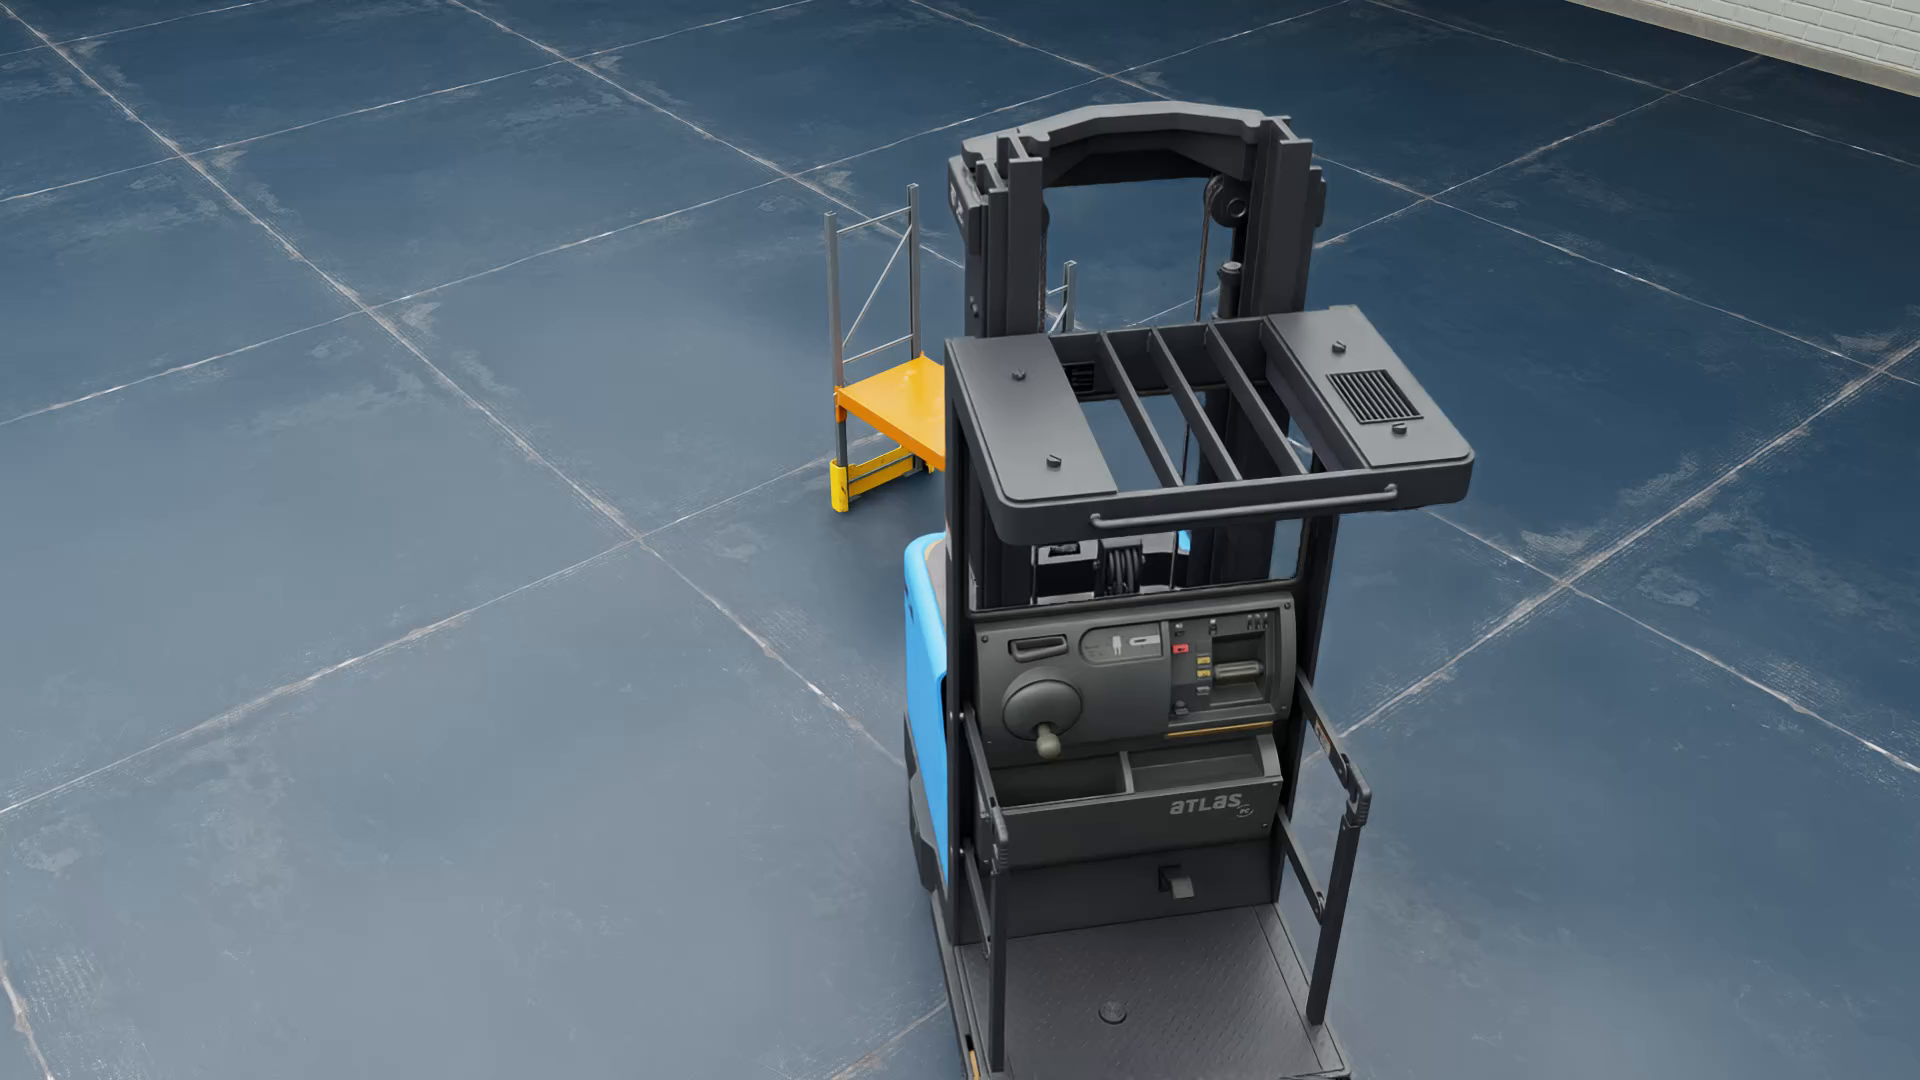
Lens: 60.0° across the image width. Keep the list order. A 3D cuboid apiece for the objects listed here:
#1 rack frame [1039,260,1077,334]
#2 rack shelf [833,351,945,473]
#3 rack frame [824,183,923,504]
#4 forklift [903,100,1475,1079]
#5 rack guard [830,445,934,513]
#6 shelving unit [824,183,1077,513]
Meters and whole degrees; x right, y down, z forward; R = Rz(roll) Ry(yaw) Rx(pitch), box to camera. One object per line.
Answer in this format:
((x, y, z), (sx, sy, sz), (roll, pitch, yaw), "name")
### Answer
((0.273, -0.425, 7.053), (0.500, 1.500, 0.032), (-26, 43, -32), "rack frame")
((-0.055, -0.503, 7.474), (0.538, 0.185, 1.000), (-26, 43, -32), "rack shelf")
((-0.383, -0.874, 7.687), (0.500, 1.500, 0.032), (-26, 43, -32), "rack frame")
((0.547, 0.453, 4.574), (1.130, 2.935, 3.031), (-6, 36, -8), "forklift")
((-0.371, -0.356, 8.036), (0.587, 0.250, 0.087), (-26, 43, -32), "rack guard")
((-0.049, -0.646, 7.364), (0.587, 1.500, 1.083), (-26, 43, -32), "shelving unit")
